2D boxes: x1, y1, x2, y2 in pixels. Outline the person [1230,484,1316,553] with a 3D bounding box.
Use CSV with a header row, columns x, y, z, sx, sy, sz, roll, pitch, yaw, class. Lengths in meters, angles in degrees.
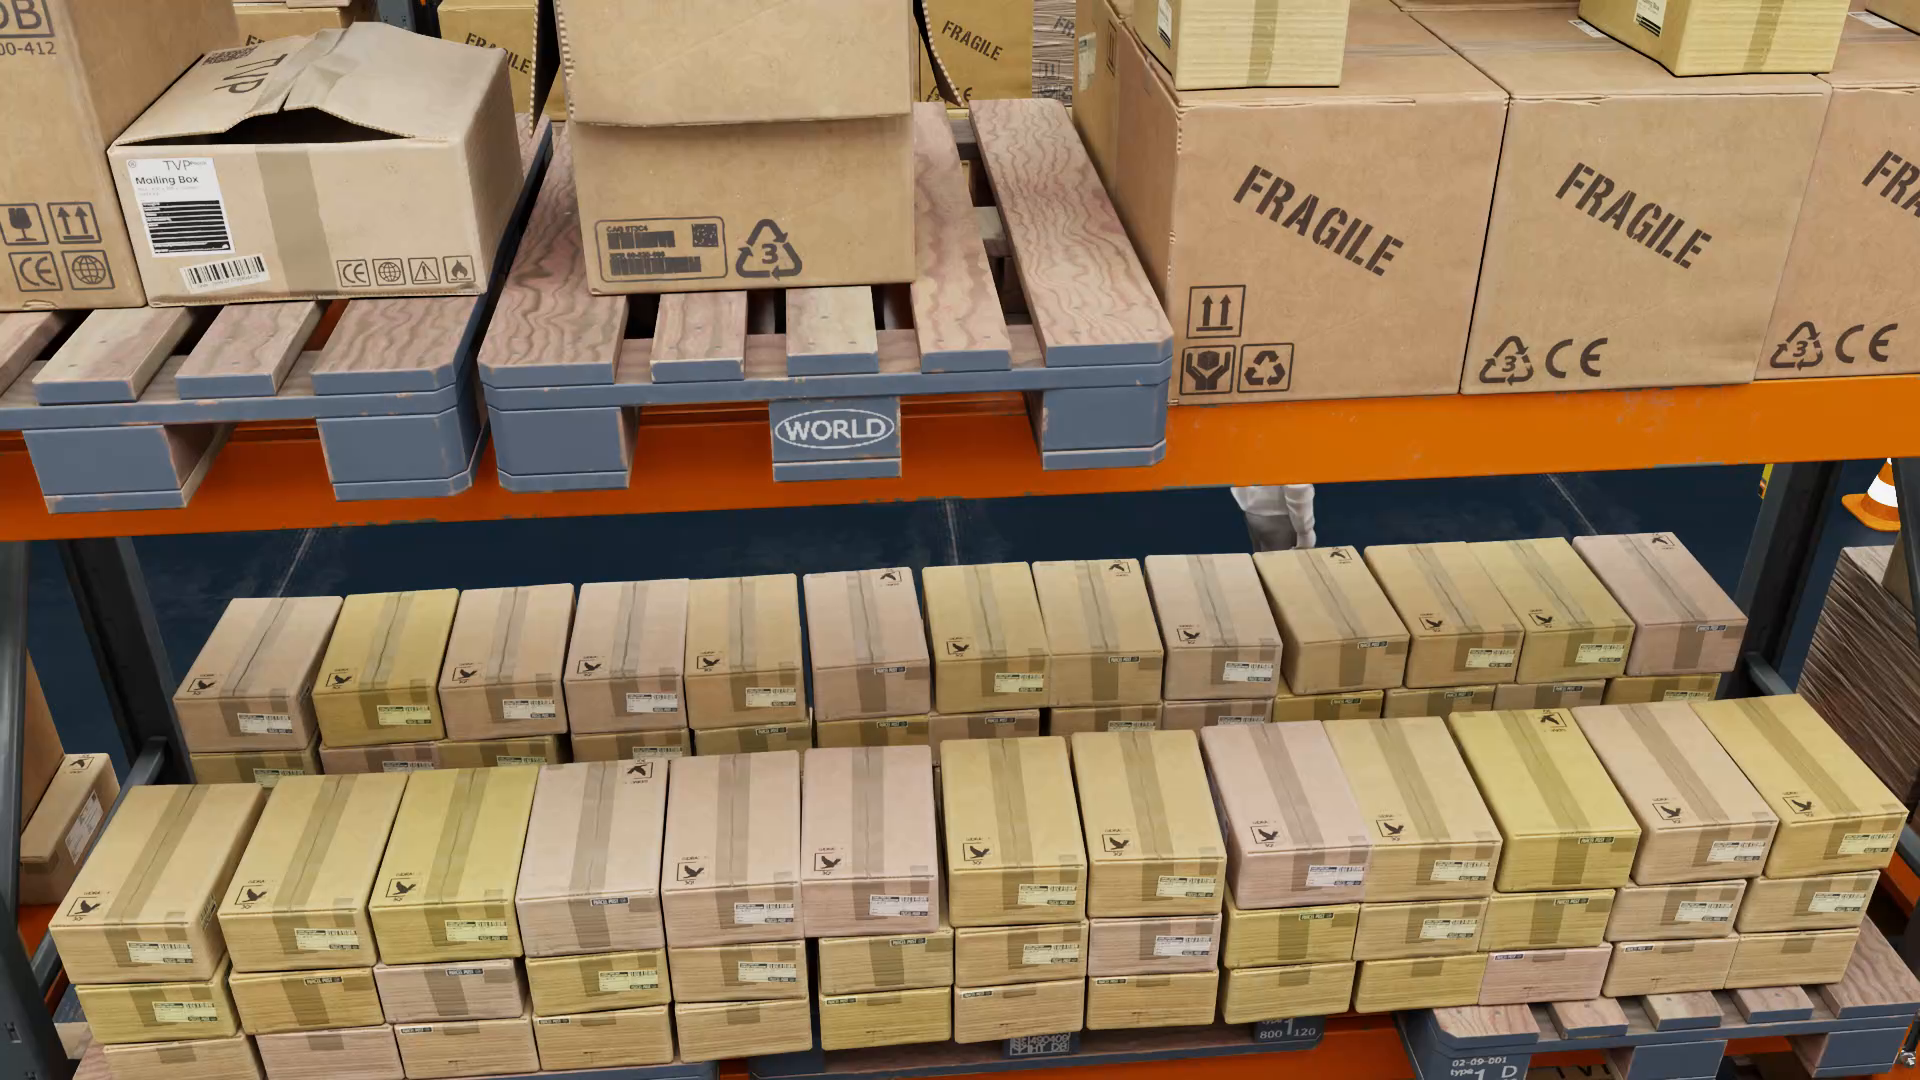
x,y,z,sx,sy,sz,roll,pitch,yaw,class
1.232,-0.145,6.369,0.376,1.662,0.530,-4,32,-7,person
